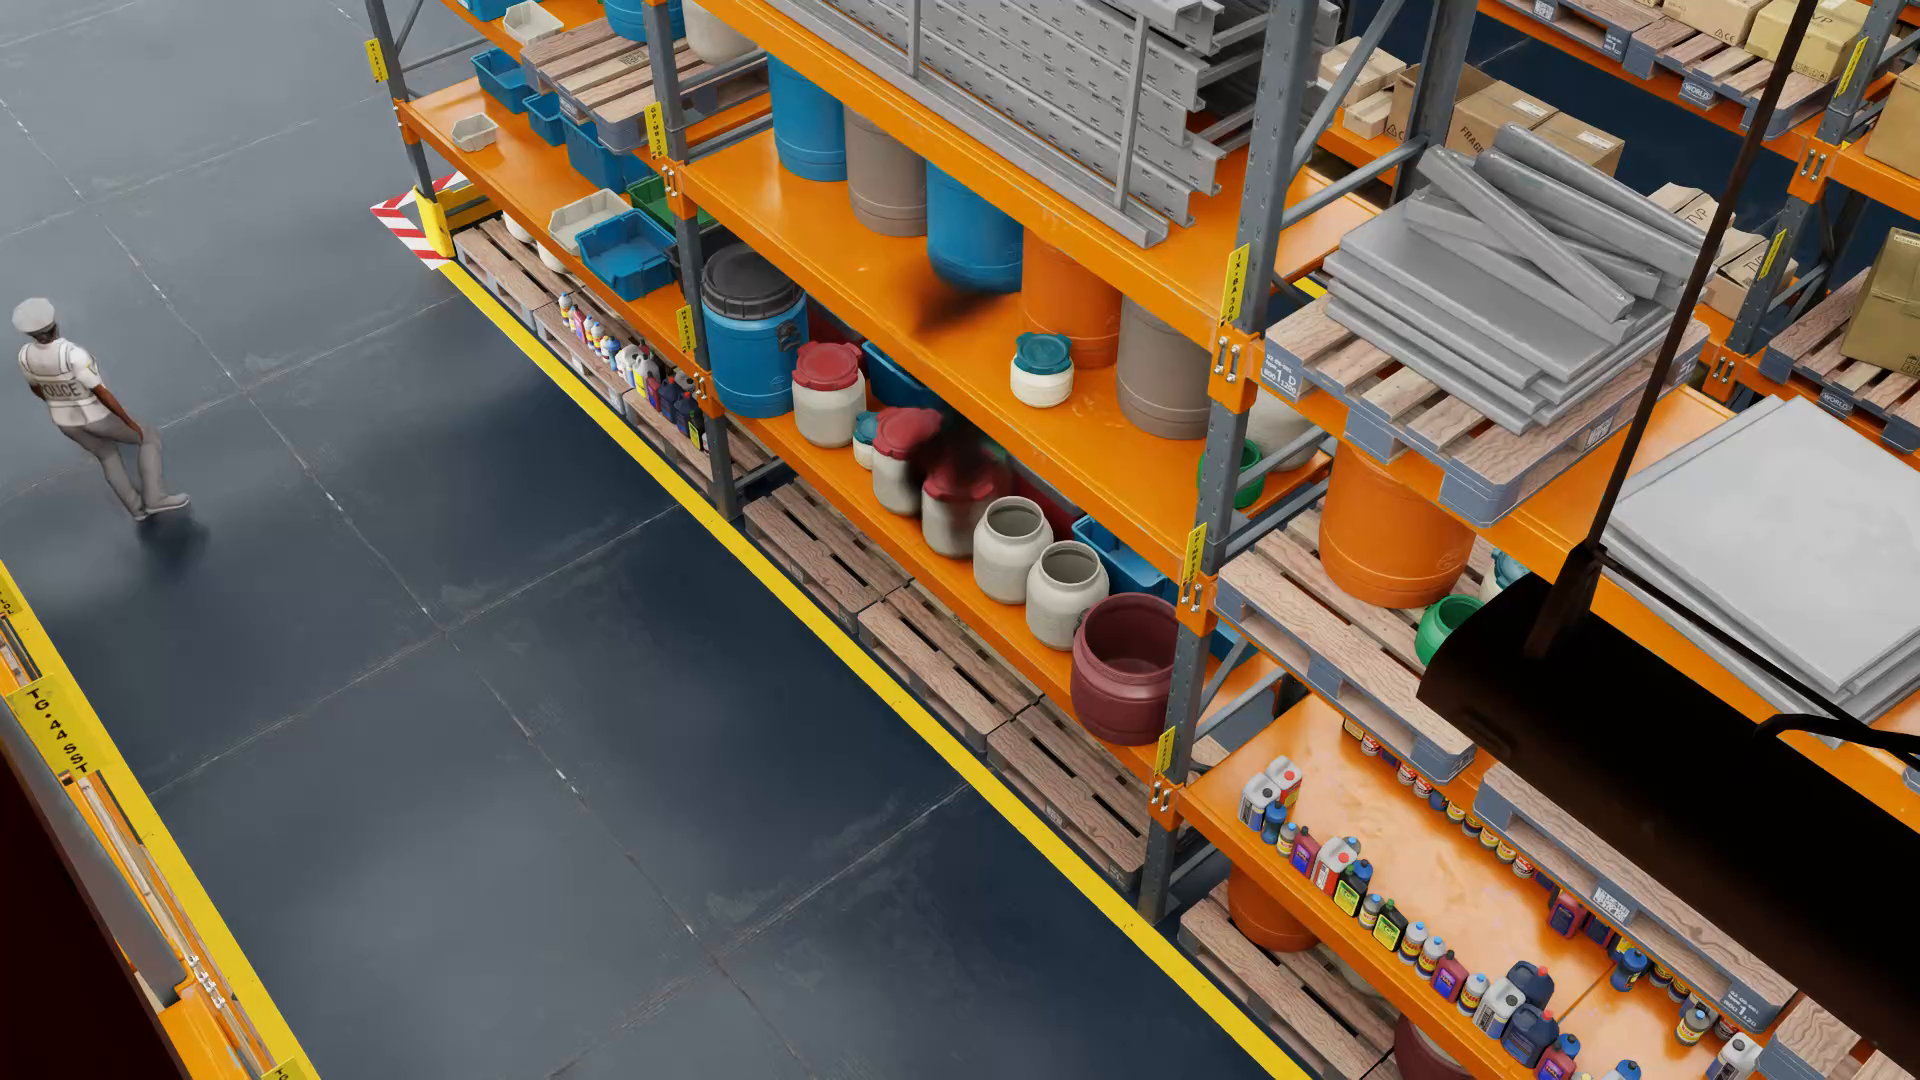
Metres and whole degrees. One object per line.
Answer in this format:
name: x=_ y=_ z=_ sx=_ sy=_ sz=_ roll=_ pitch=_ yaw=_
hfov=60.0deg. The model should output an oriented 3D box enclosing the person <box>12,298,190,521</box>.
person: x=-5.508 y=-0.784 z=10.633 sx=0.701 sy=1.676 sz=0.450 roll=0 pitch=46 yaw=0
